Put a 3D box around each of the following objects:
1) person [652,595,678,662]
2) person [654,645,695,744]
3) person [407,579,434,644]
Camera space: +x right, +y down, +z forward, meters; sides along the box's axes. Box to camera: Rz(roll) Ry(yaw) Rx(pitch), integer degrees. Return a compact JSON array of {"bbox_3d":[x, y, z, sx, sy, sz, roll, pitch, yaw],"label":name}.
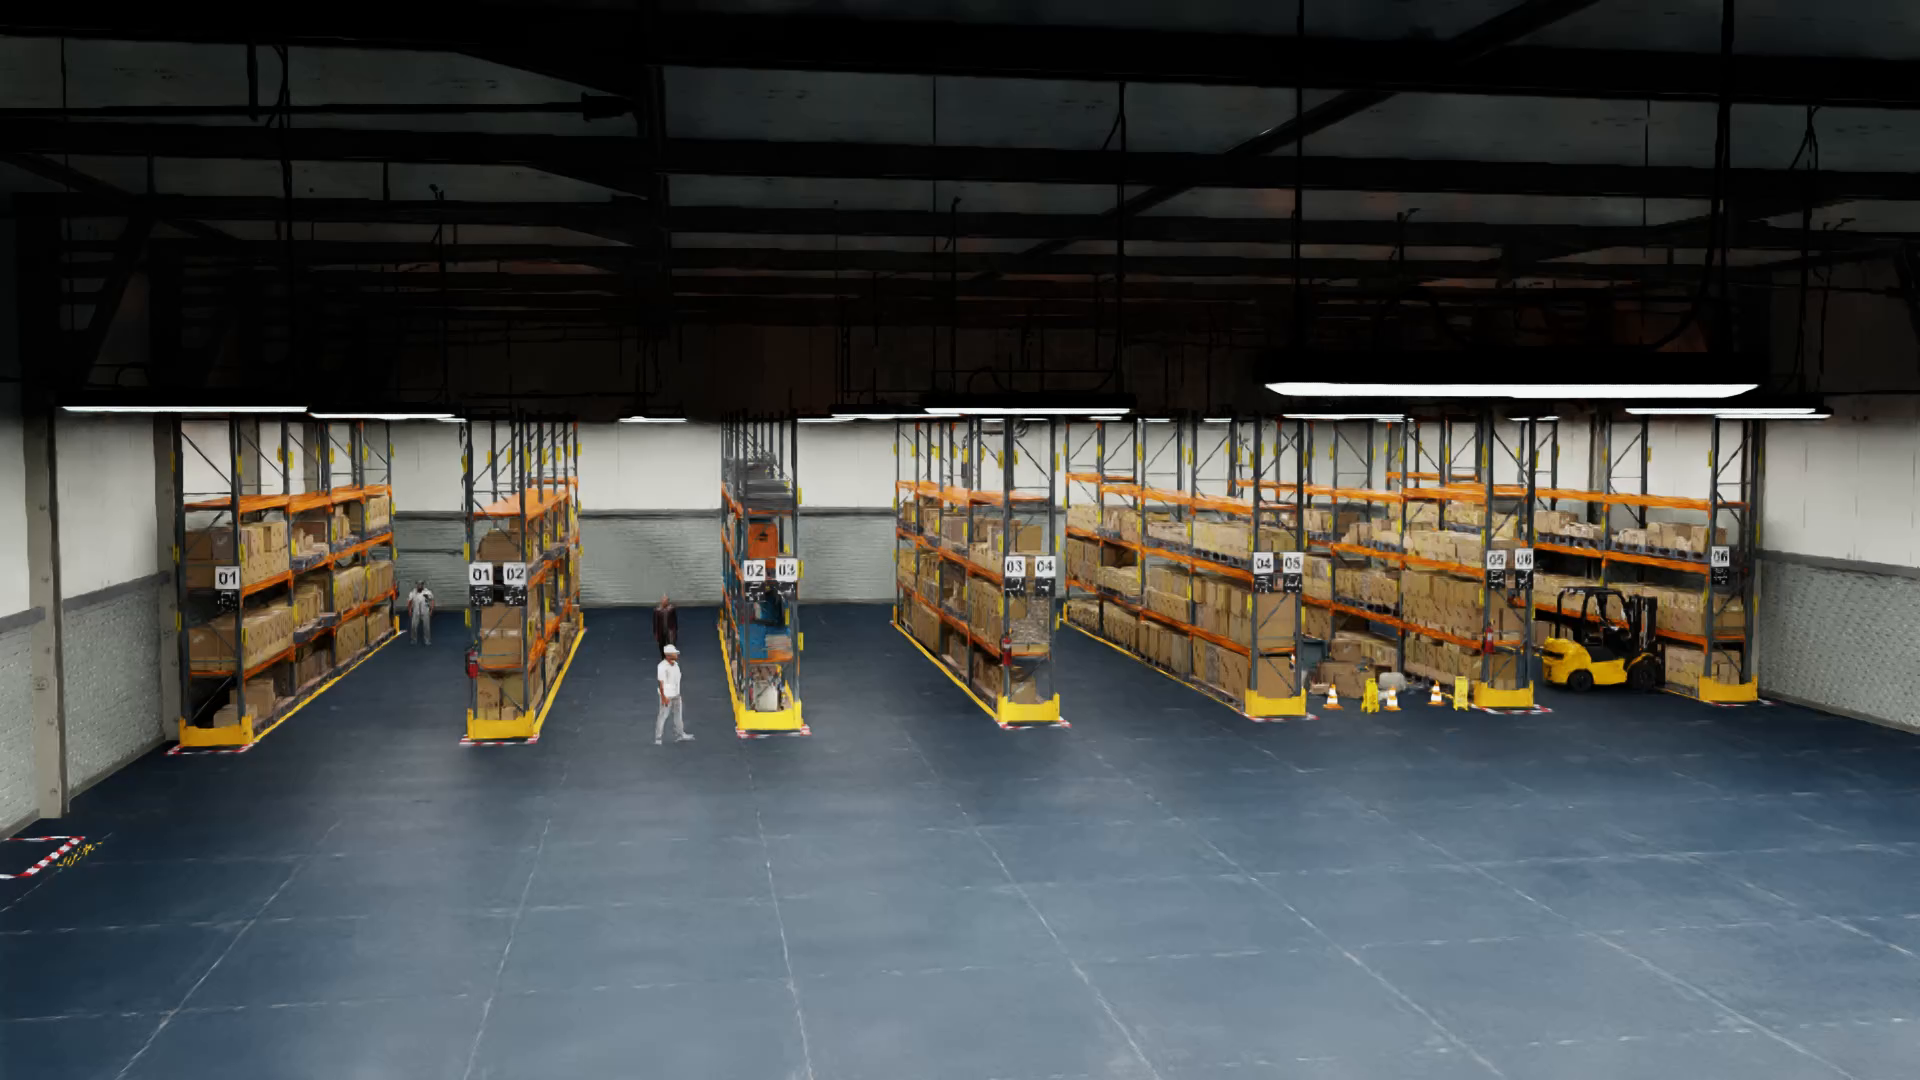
[{"bbox_3d":[-6.922,2.132,39.055,0.598,1.698,1.193,-1,4,-8],"label":"person"},{"bbox_3d":[-5.169,2.751,29.802,0.530,1.758,0.718,2,4,23],"label":"person"},{"bbox_3d":[-14.015,1.858,43.224,0.682,1.715,0.542,-1,4,-11],"label":"person"}]
